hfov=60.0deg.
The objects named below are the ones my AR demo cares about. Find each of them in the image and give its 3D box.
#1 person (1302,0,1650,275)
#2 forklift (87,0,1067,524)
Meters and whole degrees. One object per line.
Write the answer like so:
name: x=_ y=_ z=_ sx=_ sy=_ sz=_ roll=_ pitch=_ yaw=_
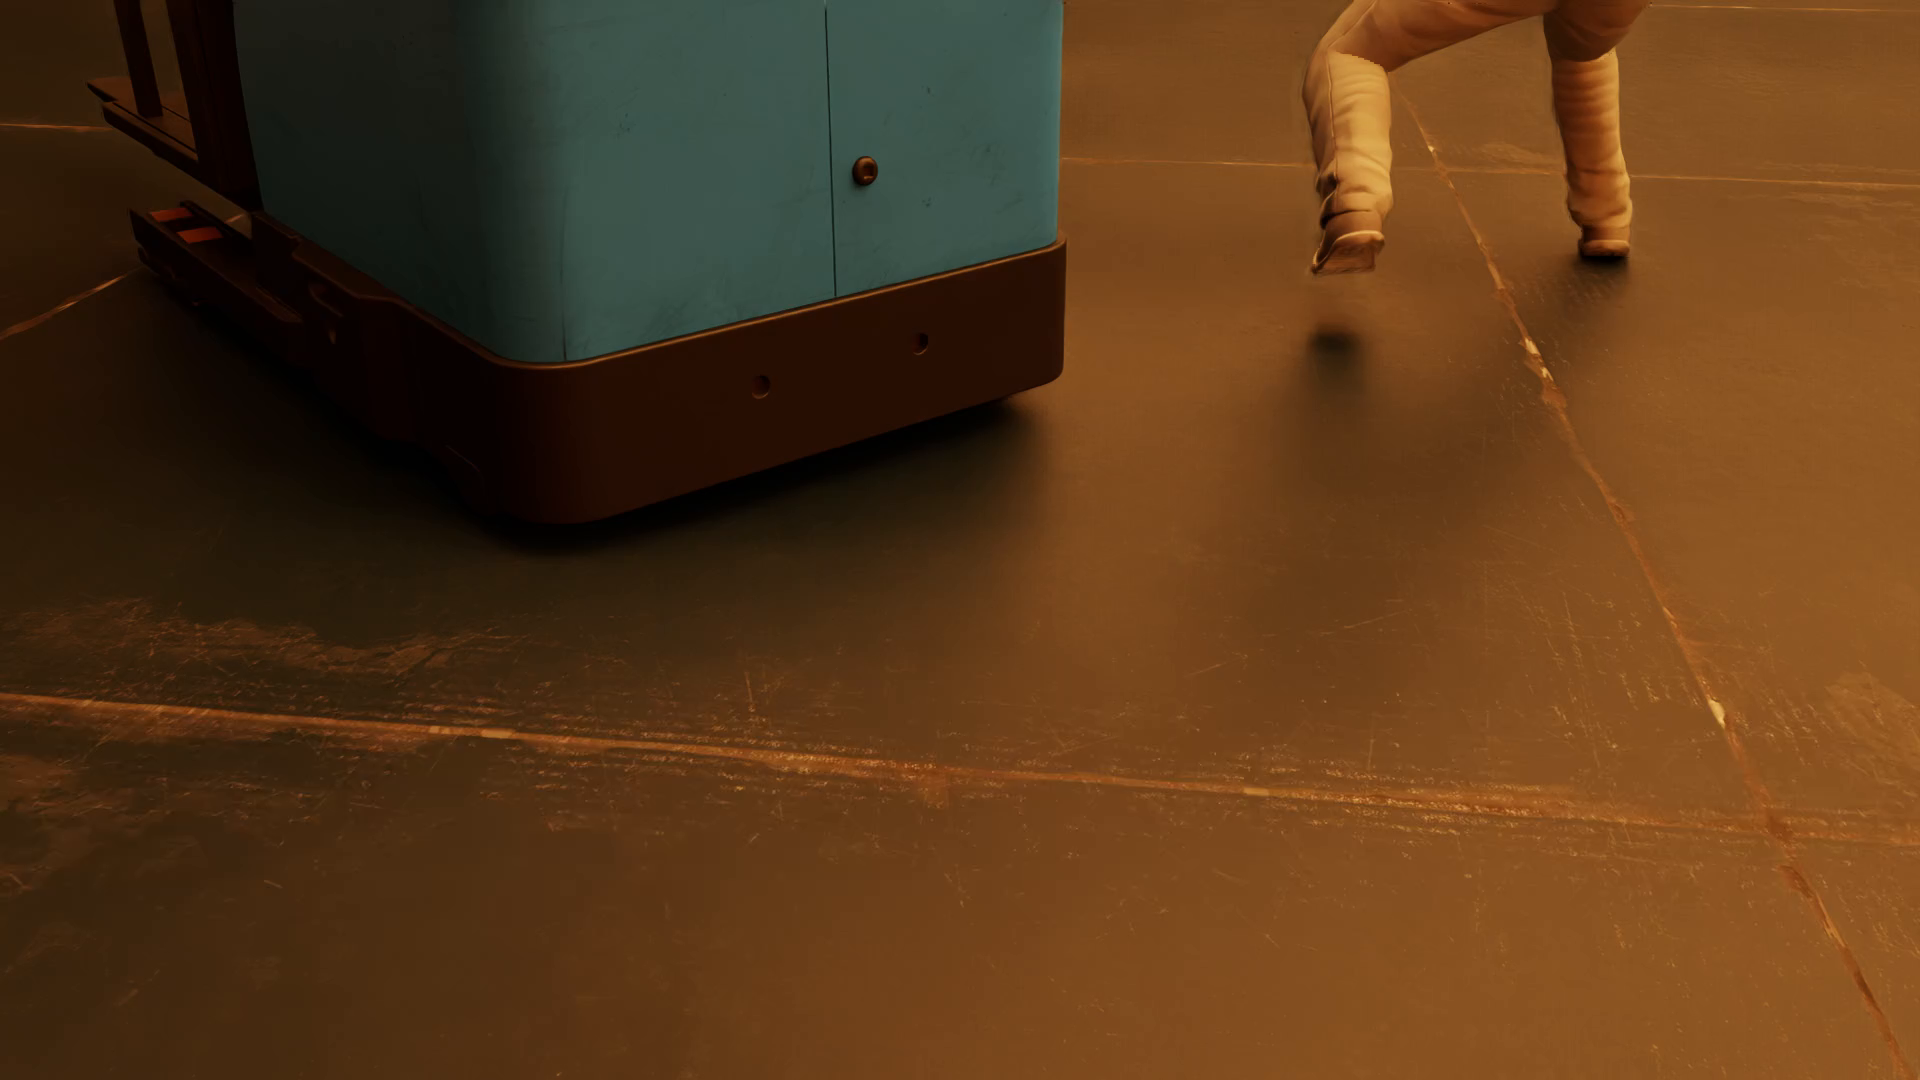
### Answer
person: x=1.198 y=-1.216 z=3.342 sx=1.127 sy=1.575 sz=0.507 roll=-9 pitch=28 yaw=-17
forklift: x=-1.135 y=-1.921 z=3.068 sx=1.130 sy=2.935 sz=3.031 roll=-20 pitch=33 yaw=-34
